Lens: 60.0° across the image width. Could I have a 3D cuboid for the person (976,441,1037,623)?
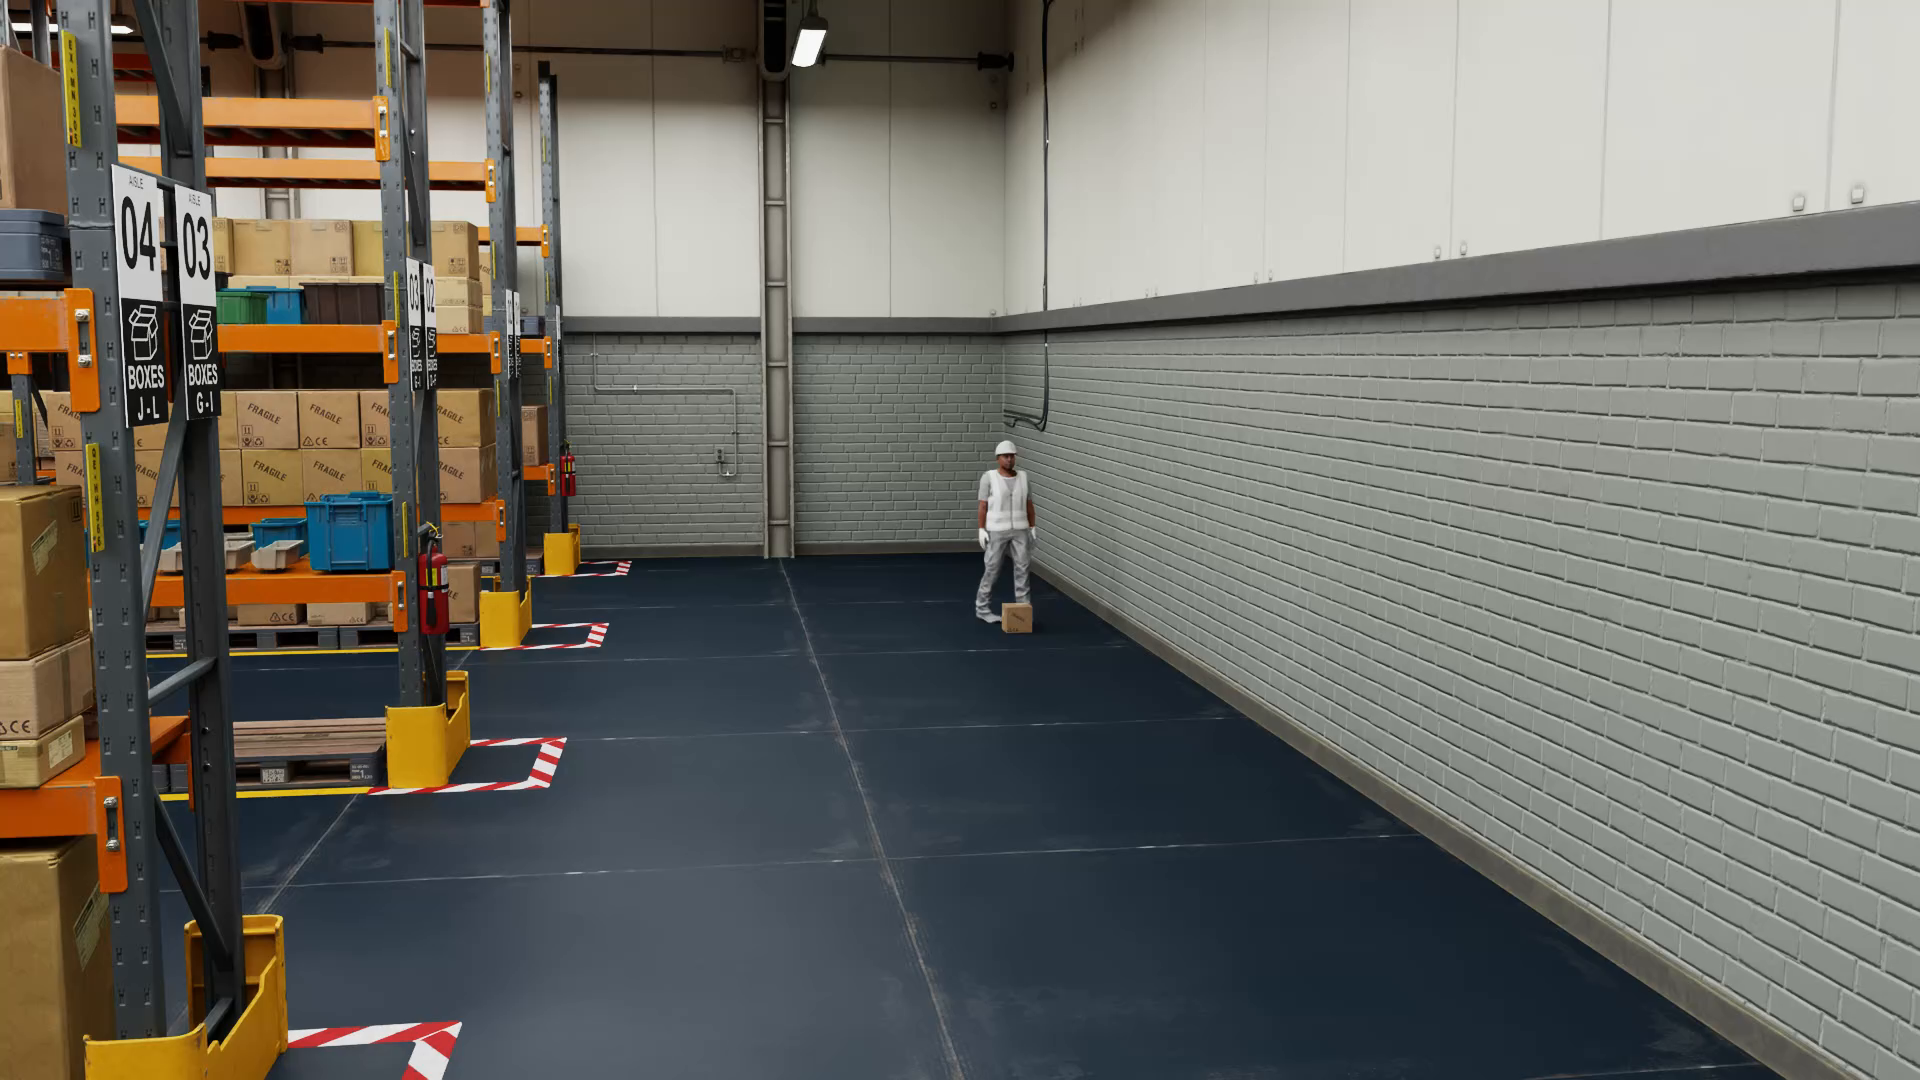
[{"bbox_3d":[0.485,-0.071,16.216,0.579,1.788,0.562,-2,7,-15],"label":"person"}]
